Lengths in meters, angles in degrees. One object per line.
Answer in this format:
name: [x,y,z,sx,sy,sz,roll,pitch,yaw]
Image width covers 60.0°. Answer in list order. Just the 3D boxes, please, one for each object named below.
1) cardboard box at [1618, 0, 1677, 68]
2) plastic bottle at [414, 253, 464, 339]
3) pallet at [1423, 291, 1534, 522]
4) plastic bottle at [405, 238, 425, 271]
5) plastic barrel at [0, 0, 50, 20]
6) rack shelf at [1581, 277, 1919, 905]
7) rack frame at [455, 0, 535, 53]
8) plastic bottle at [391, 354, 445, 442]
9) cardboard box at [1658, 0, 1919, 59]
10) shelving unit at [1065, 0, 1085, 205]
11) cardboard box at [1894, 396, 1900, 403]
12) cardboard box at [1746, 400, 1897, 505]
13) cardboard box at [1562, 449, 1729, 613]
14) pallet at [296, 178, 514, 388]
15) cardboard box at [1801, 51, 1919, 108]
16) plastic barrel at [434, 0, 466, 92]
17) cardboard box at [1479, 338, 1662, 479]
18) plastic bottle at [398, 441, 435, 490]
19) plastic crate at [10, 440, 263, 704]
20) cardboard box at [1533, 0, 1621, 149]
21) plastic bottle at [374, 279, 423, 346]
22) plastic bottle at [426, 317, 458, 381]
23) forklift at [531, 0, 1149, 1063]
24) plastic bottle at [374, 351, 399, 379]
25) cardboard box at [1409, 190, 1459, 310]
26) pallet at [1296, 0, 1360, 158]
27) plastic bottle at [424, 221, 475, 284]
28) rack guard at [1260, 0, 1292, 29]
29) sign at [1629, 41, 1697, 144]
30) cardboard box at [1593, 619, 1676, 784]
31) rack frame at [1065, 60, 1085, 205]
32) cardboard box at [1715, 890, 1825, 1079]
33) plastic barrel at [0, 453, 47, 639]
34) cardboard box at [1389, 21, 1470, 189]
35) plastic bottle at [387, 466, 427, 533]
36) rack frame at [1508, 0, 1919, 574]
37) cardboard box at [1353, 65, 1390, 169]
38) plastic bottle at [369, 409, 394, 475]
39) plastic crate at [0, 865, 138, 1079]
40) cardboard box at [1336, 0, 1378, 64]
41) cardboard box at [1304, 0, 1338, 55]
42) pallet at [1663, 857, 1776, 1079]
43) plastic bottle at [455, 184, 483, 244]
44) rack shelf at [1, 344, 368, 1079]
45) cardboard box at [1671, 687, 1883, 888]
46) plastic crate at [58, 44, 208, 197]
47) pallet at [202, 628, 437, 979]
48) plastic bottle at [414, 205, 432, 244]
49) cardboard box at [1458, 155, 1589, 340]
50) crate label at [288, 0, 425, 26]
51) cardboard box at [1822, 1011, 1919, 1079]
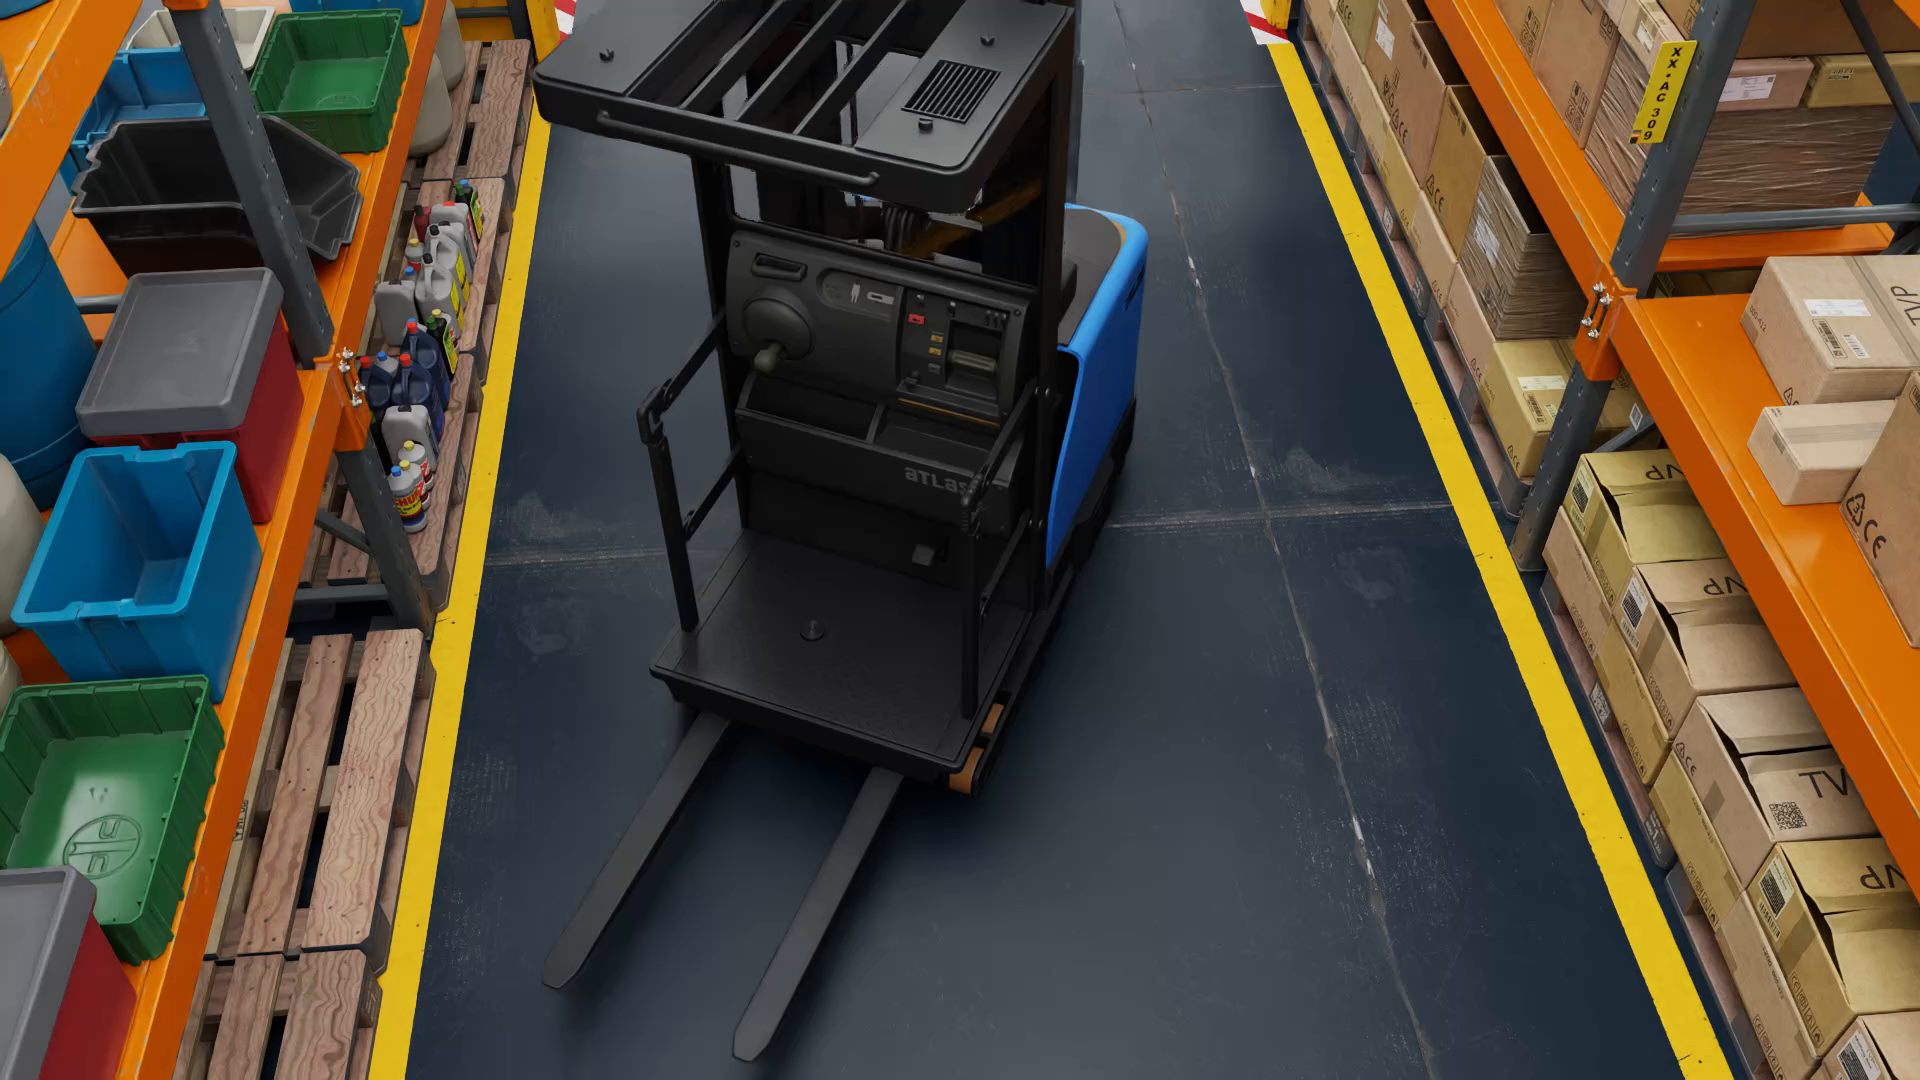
cardboard box: [2.299,-1.603,5.186,0.380,0.149,0.250,-4,47,-4]
plastic bottle: [-2.088,-0.978,6.632,0.144,0.351,0.185,-4,47,-4]
pallet: [2.529,-0.602,6.674,1.003,0.211,1.213,-3,47,-3]
plastic bottle: [-2.244,-1.160,6.907,0.097,0.201,0.097,0,47,0]
plastic barrel: [-2.124,-1.533,3.225,0.600,0.901,0.708,-3,47,-3]
rack shelf: [2.721,0.712,4.005,1.077,0.370,4.000,-3,47,-3]
rack frame: [-2.717,-3.578,7.573,1.000,3.000,0.127,-3,47,-3]
plastic bottle: [-2.037,-0.534,6.211,0.144,0.351,0.185,-2,47,-2]
cardboard box: [2.510,-1.784,4.911,0.700,0.500,0.500,-3,47,-3]
shelving unit: [0.212,-1.515,6.652,0.538,1.500,1.048,2,47,2]
cardboard box: [2.810,-0.311,4.572,0.396,0.266,0.258,-5,47,-4]
cardboard box: [2.424,-0.243,4.587,0.380,0.149,0.250,-3,47,-3]
cardboard box: [2.340,-0.060,5.459,0.500,0.311,0.500,-3,47,-3]
pallet: [-2.502,-1.099,7.145,1.003,0.211,1.213,-3,47,-3]
cardboard box: [2.724,-1.446,5.038,0.380,0.149,0.250,-4,47,-3]
plastic barrel: [-2.586,-2.396,7.877,0.421,0.512,0.421,0,47,0]
cardboard box: [2.297,-0.504,6.266,0.500,0.250,0.500,-3,47,-3]
plastic bottle: [-1.989,-0.278,6.071,0.097,0.201,0.097,0,47,0]
plastic crate: [-1.980,0.101,4.100,0.392,0.384,0.575,-3,47,-3]
cardboard box: [2.460,-1.719,5.743,0.700,0.500,0.500,-4,47,-4]
plastic bottle: [-2.233,-0.925,6.633,0.152,0.276,0.135,-3,47,-3]
plastic bottle: [-2.025,-0.769,6.480,0.061,0.283,0.133,-2,47,-2]
forklift: [-0.333,-0.526,4.729,1.130,2.935,3.031,16,49,15]
plastic bottle: [-2.169,-0.604,6.332,0.097,0.271,0.097,0,47,0]
cardboard box: [2.209,-1.227,6.951,0.500,0.250,0.500,-3,47,-3]
pallet: [2.325,-2.367,8.346,1.003,0.211,1.213,-3,47,-3]
plastic bottle: [-2.121,-1.206,6.900,0.152,0.276,0.135,-5,47,-4]
rack guard: [2.217,-3.034,8.780,1.175,0.500,0.348,-3,47,-3]
sign: [2.001,-1.273,4.739,0.100,0.325,0.005,-3,47,-3]
cardboard box: [2.382,0.495,5.319,0.500,0.250,0.500,-2,47,-2]
rack frame: [0.181,-1.147,6.303,0.500,1.500,0.032,2,47,2]
cardboard box: [2.470,1.238,4.616,0.500,0.250,0.500,-3,47,-3]
plastic barrel: [-2.521,-0.025,4.114,0.433,0.535,0.433,0,47,0]
cardboard box: [2.165,-1.846,7.021,0.500,0.500,0.500,-3,47,-3]
plastic bottle: [-1.972,-0.154,5.906,0.097,0.271,0.097,0,47,0]
rack frame: [2.554,-0.983,5.115,1.000,3.000,0.127,-3,47,-3]
cardboard box: [2.129,-1.951,7.636,0.500,0.250,0.500,-3,47,-3]
plastic bottle: [-2.133,-0.384,6.116,0.061,0.283,0.133,-3,47,-3]
plastic crate: [-1.878,1.000,3.193,0.402,0.464,0.583,-3,47,-3]
cardboard box: [2.086,-2.570,7.706,0.500,0.500,0.500,-3,47,-3]
cardboard box: [2.042,-2.674,8.321,0.500,0.250,0.500,-3,47,-3]
pallet: [2.760,1.392,4.787,1.003,0.211,1.213,-3,47,-3]
plastic bottle: [-2.099,-1.410,7.087,0.061,0.283,0.133,-2,47,-2]
rack shelf: [-2.215,1.010,3.723,1.077,0.370,4.000,-3,47,-3]
cardboard box: [2.421,0.677,4.761,0.500,0.311,0.500,-5,47,-5]
plastic crate: [-2.746,-1.417,5.629,0.499,0.251,0.616,-3,47,-3]
pallet: [-2.278,0.841,5.309,1.003,0.211,1.213,-3,47,-3]
plastic bottle: [-2.239,-1.302,6.985,0.061,0.283,0.133,-3,47,-3]
cardboard box: [2.267,-1.124,6.337,0.500,0.500,0.500,-3,47,-3]
crate label: [-2.294,-2.275,6.314,0.502,0.435,0.616,-3,47,-3]
cardboard box: [2.510,1.415,4.062,0.500,0.311,0.500,-4,47,-4]
